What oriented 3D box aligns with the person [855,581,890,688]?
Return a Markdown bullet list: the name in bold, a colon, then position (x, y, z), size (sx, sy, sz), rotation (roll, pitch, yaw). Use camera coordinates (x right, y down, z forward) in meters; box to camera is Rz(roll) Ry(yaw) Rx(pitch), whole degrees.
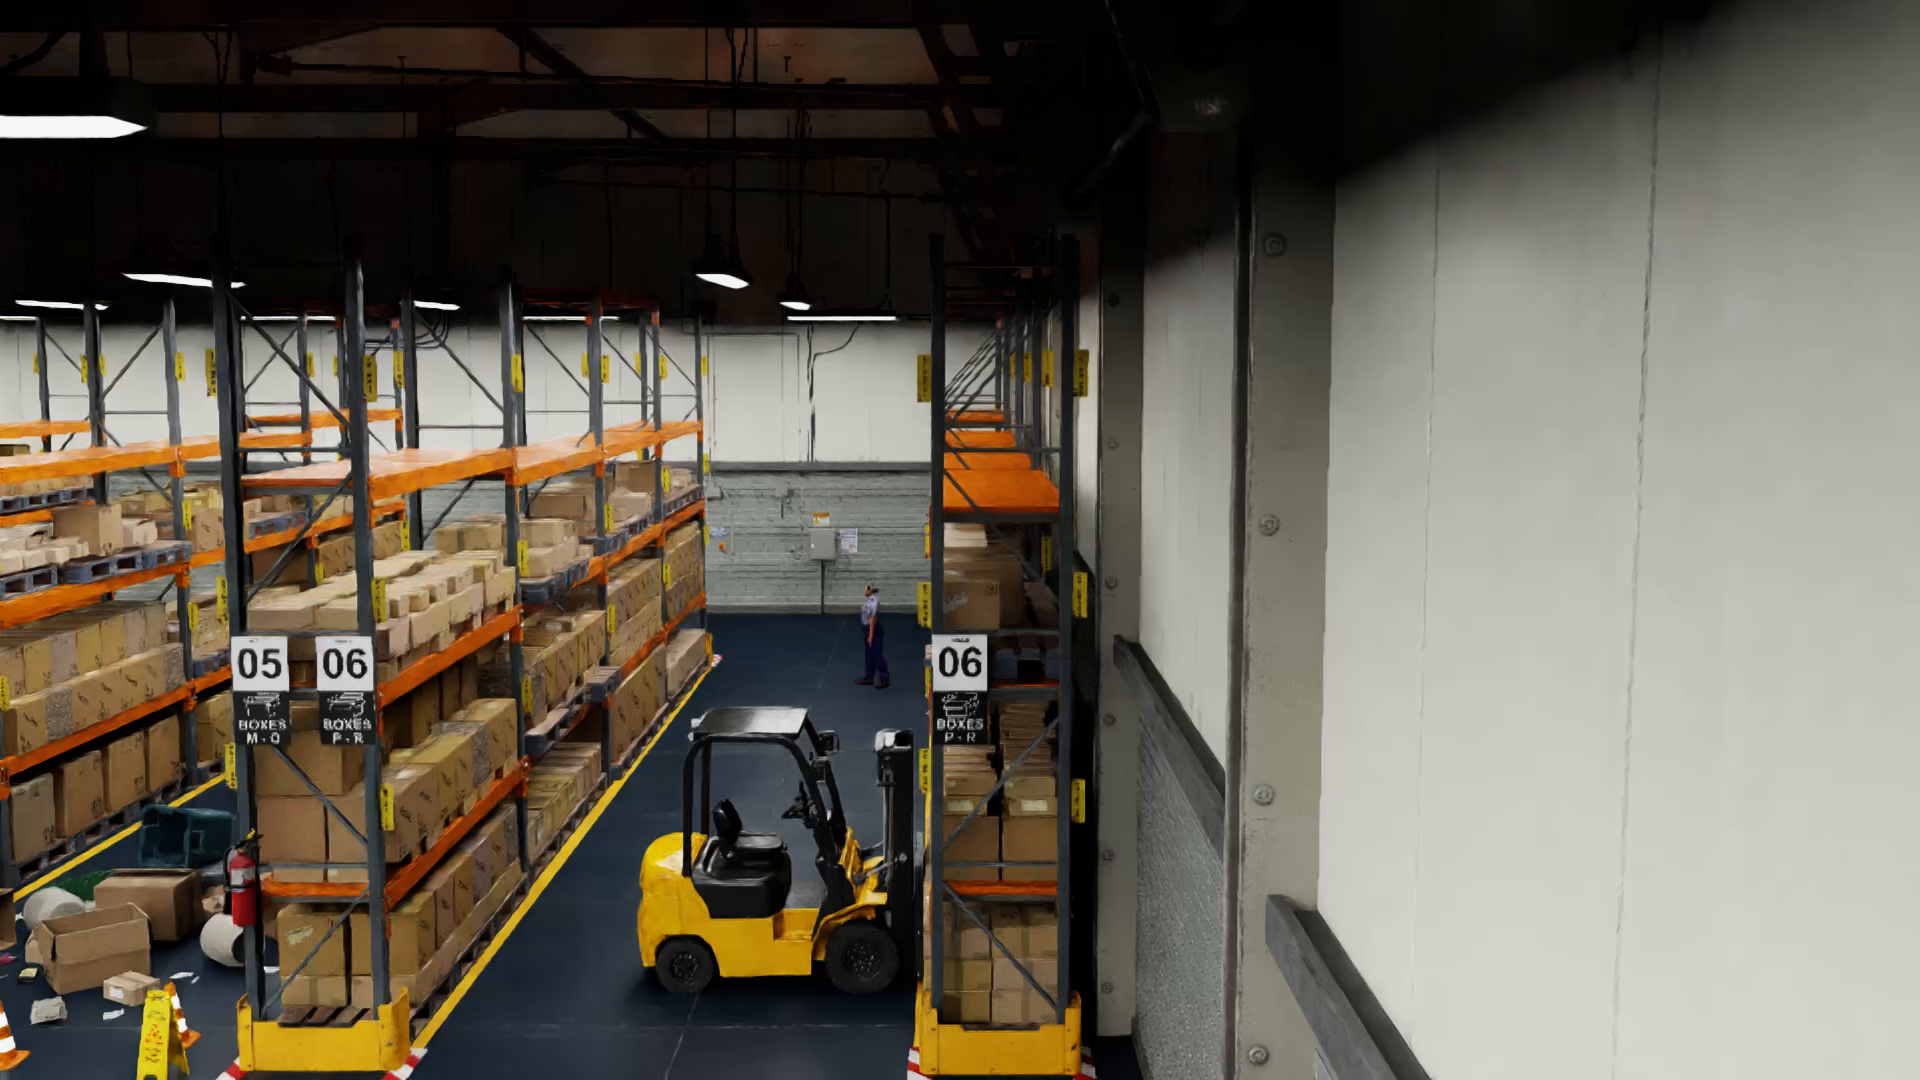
- **person**: position (-1.382, 1.463, 26.143), size (0.560, 1.635, 0.676), rotation (0, 6, 1)
